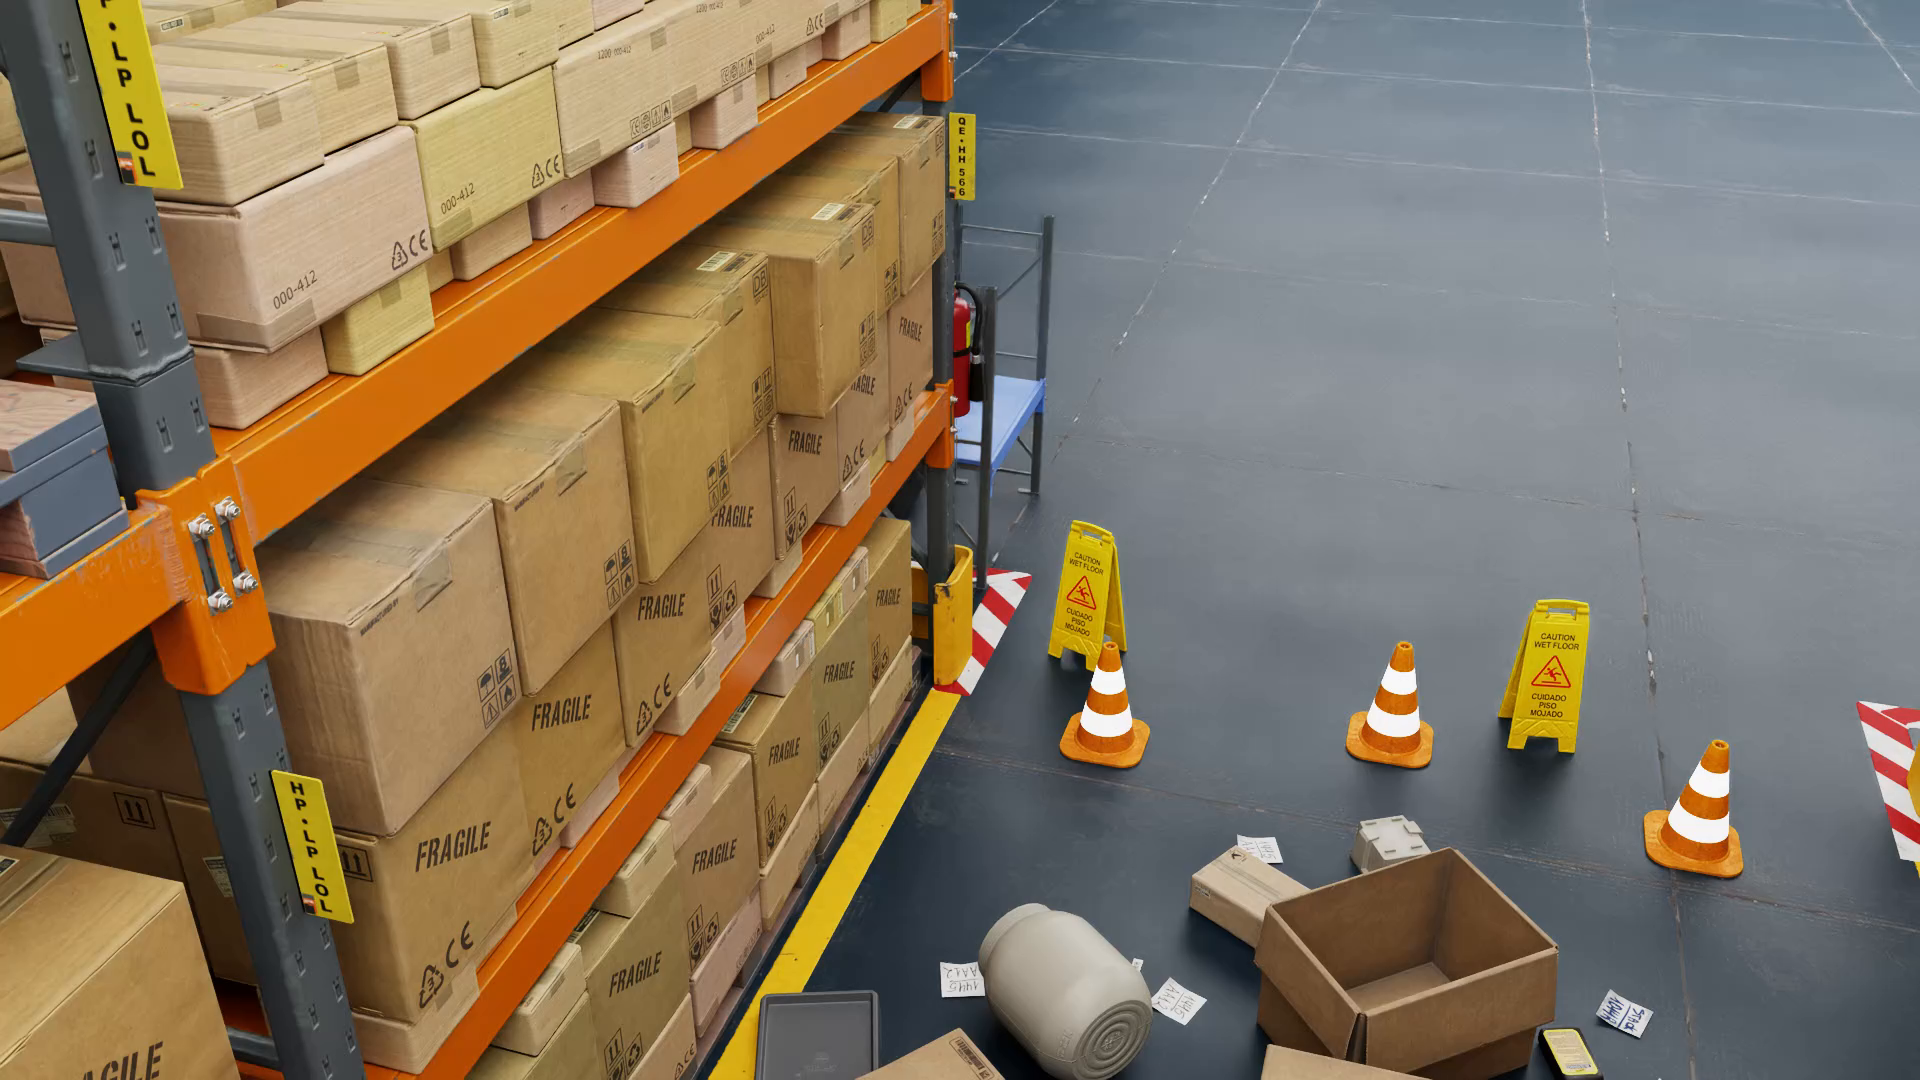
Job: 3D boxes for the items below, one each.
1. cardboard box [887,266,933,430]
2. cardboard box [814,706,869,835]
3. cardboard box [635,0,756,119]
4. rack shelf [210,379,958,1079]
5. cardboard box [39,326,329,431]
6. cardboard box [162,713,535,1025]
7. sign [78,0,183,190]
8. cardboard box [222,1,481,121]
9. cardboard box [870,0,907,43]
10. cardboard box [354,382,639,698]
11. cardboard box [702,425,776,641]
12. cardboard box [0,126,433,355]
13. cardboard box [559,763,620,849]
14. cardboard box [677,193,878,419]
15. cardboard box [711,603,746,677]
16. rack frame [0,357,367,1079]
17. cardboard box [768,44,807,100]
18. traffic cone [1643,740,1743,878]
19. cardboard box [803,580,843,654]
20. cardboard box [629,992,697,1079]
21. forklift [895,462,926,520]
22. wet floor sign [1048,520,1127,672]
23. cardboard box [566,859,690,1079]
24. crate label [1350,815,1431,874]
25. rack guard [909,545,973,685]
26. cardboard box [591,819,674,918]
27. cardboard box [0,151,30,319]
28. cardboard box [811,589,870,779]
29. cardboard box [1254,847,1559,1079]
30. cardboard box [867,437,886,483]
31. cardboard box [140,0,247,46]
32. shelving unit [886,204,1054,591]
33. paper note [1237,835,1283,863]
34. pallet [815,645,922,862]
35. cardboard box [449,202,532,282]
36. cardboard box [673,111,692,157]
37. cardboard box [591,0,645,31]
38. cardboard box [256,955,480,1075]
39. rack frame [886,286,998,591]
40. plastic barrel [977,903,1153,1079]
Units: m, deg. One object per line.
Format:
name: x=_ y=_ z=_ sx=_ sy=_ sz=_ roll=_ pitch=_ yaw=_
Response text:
cardboard box: x=-0.412 y=-0.760 z=6.121 sx=0.500 sy=0.500 sz=0.500 roll=8 pitch=30 yaw=14
cardboard box: x=-0.656 y=0.794 z=6.133 sx=0.500 sy=0.250 sz=0.500 roll=9 pitch=30 yaw=15
cardboard box: x=-0.851 y=-1.266 z=4.203 sx=0.500 sy=0.250 sz=0.500 roll=9 pitch=30 yaw=15
rack shelf: x=-1.103 y=0.366 z=5.246 sx=1.077 sy=0.370 sz=4.000 roll=8 pitch=30 yaw=15
cardboard box: x=-1.361 y=-0.331 z=2.932 sx=0.380 sy=0.149 sz=0.250 roll=8 pitch=30 yaw=14
cardboard box: x=-1.295 y=0.643 z=3.600 sx=0.500 sy=0.500 sz=0.500 roll=8 pitch=30 yaw=15
sign: x=-1.159 y=-0.650 z=2.310 sx=0.100 sy=0.325 sz=0.005 roll=8 pitch=30 yaw=15
cardboard box: x=-1.151 y=-0.914 z=3.161 sx=0.380 sy=0.149 sz=0.250 roll=8 pitch=30 yaw=13
cardboard box: x=-0.395 y=-1.753 z=5.488 sx=0.380 sy=0.149 sz=0.250 roll=9 pitch=30 yaw=15
cardboard box: x=-1.183 y=-0.037 z=3.794 sx=0.700 sy=0.500 sz=0.500 roll=9 pitch=30 yaw=15
cardboard box: x=-0.880 y=-0.063 z=4.869 sx=0.500 sy=0.500 sz=0.500 roll=9 pitch=30 yaw=15
cardboard box: x=-1.299 y=-0.559 z=2.933 sx=0.500 sy=0.250 sz=0.500 roll=8 pitch=30 yaw=14
cardboard box: x=-1.112 y=0.628 z=4.294 sx=0.380 sy=0.149 sz=0.250 roll=9 pitch=30 yaw=16
cardboard box: x=-0.664 y=-0.734 z=5.046 sx=0.700 sy=0.500 sz=0.500 roll=8 pitch=30 yaw=14
cardboard box: x=-0.859 y=0.276 z=4.926 sx=0.380 sy=0.149 sz=0.250 roll=8 pitch=30 yaw=15
rack frame: x=-1.690 y=0.981 z=3.400 sx=1.000 sy=3.000 sz=0.127 roll=8 pitch=30 yaw=15
cardboard box: x=-0.671 y=-1.403 z=4.860 sx=0.380 sy=0.149 sz=0.250 roll=8 pitch=30 yaw=14
traffic cone: x=2.732 y=0.935 z=6.094 sx=0.336 sy=0.463 sz=0.334 roll=8 pitch=30 yaw=15
cardboard box: x=-0.622 y=0.235 z=5.699 sx=0.380 sy=0.149 sz=0.250 roll=9 pitch=30 yaw=16
cardboard box: x=-1.113 y=1.514 z=4.839 sx=0.500 sy=0.250 sz=0.500 roll=10 pitch=31 yaw=18
forklift: x=-1.750 y=-1.516 z=7.960 sx=3.031 sy=2.935 sz=1.130 roll=8 pitch=30 yaw=13
wet floor sign: x=0.563 y=0.216 z=7.199 sx=0.267 sy=0.644 sz=0.232 roll=20 pitch=35 yaw=32
cardboard box: x=-1.113 y=1.186 z=4.658 sx=0.500 sy=0.500 sz=0.500 roll=10 pitch=31 yaw=17
crate label: x=1.580 y=1.132 z=6.075 sx=0.250 sy=0.136 sz=0.298 roll=-6 pitch=30 yaw=-11
rack guard: x=-0.538 y=0.250 z=7.286 sx=1.175 sy=0.500 sz=0.348 roll=8 pitch=30 yaw=15
cardboard box: x=-1.016 y=0.864 z=4.569 sx=0.380 sy=0.149 sz=0.250 roll=10 pitch=31 yaw=17
cardboard box: x=-1.817 y=-0.638 z=3.075 sx=0.500 sy=0.250 sz=0.500 roll=8 pitch=30 yaw=14
cardboard box: x=-0.652 y=0.465 z=5.953 sx=0.500 sy=0.500 sz=0.500 roll=10 pitch=31 yaw=17
cardboard box: x=1.389 y=1.391 z=5.232 sx=0.797 sy=0.503 sz=0.637 roll=-12 pitch=31 yaw=-20
cardboard box: x=-0.485 y=-0.314 z=5.987 sx=0.380 sy=0.149 sz=0.250 roll=8 pitch=30 yaw=14
cardboard box: x=-1.641 y=-0.987 z=3.291 sx=0.380 sy=0.149 sz=0.250 roll=9 pitch=30 yaw=16
shelving unit: x=0.045 y=-0.698 z=7.949 sx=0.538 sy=1.500 sz=1.048 roll=9 pitch=30 yaw=14
paper note: x=1.109 y=1.143 z=6.164 sx=0.148 sy=0.019 sz=0.142 roll=-1 pitch=29 yaw=-3
pallet: x=-0.811 y=0.749 z=6.687 sx=1.003 sy=0.211 sz=1.213 roll=8 pitch=30 yaw=15
cardboard box: x=-1.155 y=-0.685 z=3.569 sx=0.380 sy=0.149 sz=0.250 roll=9 pitch=30 yaw=16
cardboard box: x=-0.910 y=-1.047 z=4.220 sx=0.380 sy=0.149 sz=0.250 roll=9 pitch=30 yaw=15
cardboard box: x=-0.956 y=-1.281 z=3.820 sx=0.380 sy=0.149 sz=0.250 roll=8 pitch=30 yaw=14
cardboard box: x=-1.291 y=0.990 z=3.642 sx=0.380 sy=0.149 sz=0.250 roll=8 pitch=30 yaw=15
rack frame: x=-0.100 y=-0.461 z=7.523 sx=0.500 sy=1.500 sz=0.032 roll=9 pitch=30 yaw=14
plastic barrel: x=0.325 y=1.424 z=5.255 sx=0.421 sy=0.421 sz=0.512 roll=-17 pitch=34 yaw=-28
